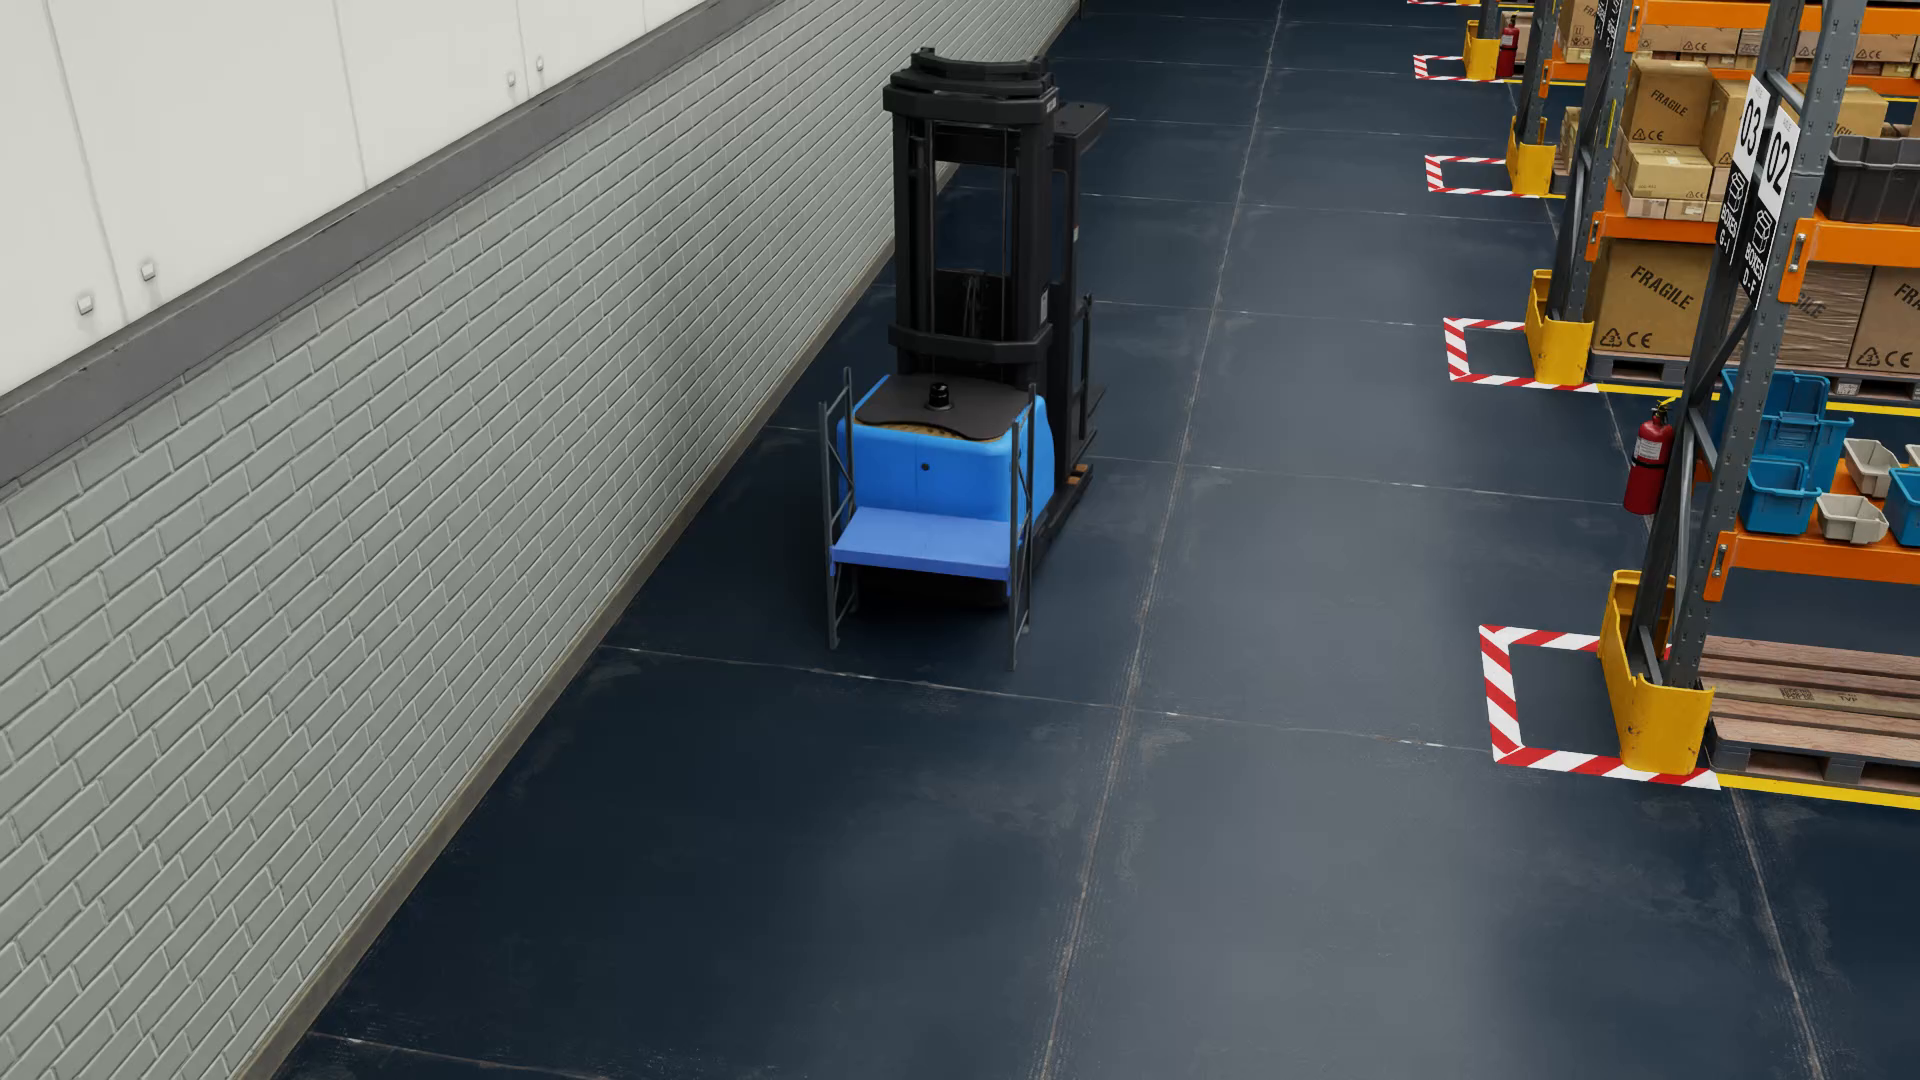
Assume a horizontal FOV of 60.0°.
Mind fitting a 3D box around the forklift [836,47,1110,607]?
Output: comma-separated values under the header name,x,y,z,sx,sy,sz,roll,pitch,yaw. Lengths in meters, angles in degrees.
name,x,y,z,sx,sy,sz,roll,pitch,yaw
forklift,0.248,-1.592,10.268,1.130,2.935,3.031,9,30,17

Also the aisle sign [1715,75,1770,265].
name,x,y,z,sx,sy,sz,roll,pitch,yaw
aisle sign,3.625,-1.717,7.717,0.004,0.787,0.394,6,29,11

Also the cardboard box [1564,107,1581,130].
name,x,y,z,sx,sy,sz,roll,pitch,yaw
cardboard box,6.374,-4.337,17.123,0.250,0.149,0.380,6,29,11

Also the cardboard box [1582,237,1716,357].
name,x,y,z,sx,sy,sz,roll,pitch,yaw
cardboard box,5.311,-1.983,12.686,0.875,0.875,0.875,6,29,11

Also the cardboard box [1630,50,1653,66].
name,x,y,z,sx,sy,sz,roll,pitch,yaw
cardboard box,6.561,-4.722,16.175,0.250,0.149,0.380,5,29,9

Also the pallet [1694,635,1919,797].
name,x,y,z,sx,sy,sz,roll,pitch,yaw
pallet,4.433,0.892,8.562,1.213,0.211,1.003,6,29,11

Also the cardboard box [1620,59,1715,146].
name,x,y,z,sx,sy,sz,roll,pitch,yaw
cardboard box,5.200,-3.226,12.246,0.500,0.500,0.500,6,29,11

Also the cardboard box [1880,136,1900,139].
name,x,y,z,sx,sy,sz,roll,pitch,yaw
cardboard box,9.055,-3.791,16.125,0.250,0.149,0.380,6,29,11

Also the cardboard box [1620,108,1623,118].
name,x,y,z,sx,sy,sz,roll,pitch,yaw
cardboard box,6.888,-4.319,17.089,0.250,0.149,0.380,5,29,9

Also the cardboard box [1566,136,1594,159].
name,x,y,z,sx,sy,sz,roll,pitch,yaw
cardboard box,6.262,-3.968,16.758,0.250,0.149,0.380,7,29,13

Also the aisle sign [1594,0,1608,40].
name,x,y,z,sx,sy,sz,roll,pitch,yaw
aisle sign,4.661,-4.046,11.972,0.004,0.787,0.394,6,29,11

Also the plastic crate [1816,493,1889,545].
name,x,y,z,sx,sy,sz,roll,pitch,yaw
plastic crate,4.104,-0.092,7.668,0.298,0.136,0.250,6,29,11

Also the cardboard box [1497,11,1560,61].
name,x,y,z,sx,sy,sz,roll,pitch,yaw
cardboard box,7.405,-6.453,21.306,0.875,0.438,0.875,5,29,9

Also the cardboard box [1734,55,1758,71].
name,x,y,z,sx,sy,sz,roll,pitch,yaw
cardboard box,7.588,-4.648,16.040,0.250,0.149,0.380,7,29,12

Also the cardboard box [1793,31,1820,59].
name,x,y,z,sx,sy,sz,roll,pitch,yaw
cardboard box,8.189,-4.869,15.768,0.500,0.500,0.500,6,29,10

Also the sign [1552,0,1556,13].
name,x,y,z,sx,sy,sz,roll,pitch,yaw
sign,5.690,-5.202,15.888,0.005,0.325,0.100,6,29,11

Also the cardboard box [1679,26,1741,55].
name,x,y,z,sx,sy,sz,roll,pitch,yaw
cardboard box,7.190,-4.980,15.970,0.500,0.500,0.500,6,29,11

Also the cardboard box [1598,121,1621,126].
name,x,y,z,sx,sy,sz,roll,pitch,yaw
cardboard box,6.540,-4.088,16.668,0.250,0.149,0.380,6,29,11

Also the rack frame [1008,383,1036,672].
name,x,y,z,sx,sy,sz,roll,pitch,yaw
rack frame,0.332,-0.054,8.947,0.032,1.500,0.500,6,30,11

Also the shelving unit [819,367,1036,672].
name,x,y,z,sx,sy,sz,roll,pitch,yaw
shelving unit,-0.164,-0.108,9.046,1.048,1.500,0.538,6,30,11

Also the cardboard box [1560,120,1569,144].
name,x,y,z,sx,sy,sz,roll,pitch,yaw
cardboard box,6.379,-4.222,17.222,0.250,0.149,0.380,5,29,9

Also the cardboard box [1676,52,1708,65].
name,x,y,z,sx,sy,sz,roll,pitch,yaw
cardboard box,7.103,-4.722,16.175,0.250,0.149,0.380,6,29,10

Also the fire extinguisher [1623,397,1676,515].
name,x,y,z,sx,sy,sz,roll,pitch,yaw
fire extinguisher,3.582,-0.463,8.602,0.183,0.674,0.296,6,29,11

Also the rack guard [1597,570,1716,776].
name,x,y,z,sx,sy,sz,roll,pitch,yaw
rack guard,3.608,0.669,8.670,0.348,0.500,1.175,6,29,11

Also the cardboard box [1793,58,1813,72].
name,x,y,z,sx,sy,sz,roll,pitch,yaw
cardboard box,8.107,-4.615,15.980,0.250,0.149,0.380,5,29,10

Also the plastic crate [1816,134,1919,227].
name,x,y,z,sx,sy,sz,roll,pitch,yaw
plastic crate,3.953,-1.521,7.078,0.590,0.269,0.497,6,29,11

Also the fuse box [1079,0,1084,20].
name,x,y,z,sx,sy,sz,roll,pitch,yaw
fuse box,1.800,-8.373,23.924,0.414,1.711,0.539,6,29,11

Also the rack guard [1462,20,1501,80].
name,x,y,z,sx,sy,sz,roll,pitch,yaw
rack guard,6.715,-6.318,21.431,0.348,0.500,1.175,6,29,11

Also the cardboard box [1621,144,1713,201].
name,x,y,z,sx,sy,sz,roll,pitch,yaw
cardboard box,5.082,-2.647,11.971,0.500,0.250,0.500,5,29,9

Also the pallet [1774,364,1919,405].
name,x,y,z,sx,sy,sz,roll,pitch,yaw
pallet,6.657,-1.368,12.690,1.213,0.211,1.003,6,29,11

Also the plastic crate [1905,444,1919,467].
name,x,y,z,sx,sy,sz,roll,pitch,yaw
plastic crate,4.750,-0.310,8.066,0.243,0.136,0.396,6,29,11

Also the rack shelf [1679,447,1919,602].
name,x,y,z,sx,sy,sz,roll,pitch,yaw
rack shelf,5.590,0.084,7.883,4.000,0.370,1.077,6,29,11

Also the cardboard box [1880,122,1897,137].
name,x,y,z,sx,sy,sz,roll,pitch,yaw
cardboard box,9.165,-4.058,16.612,0.250,0.149,0.380,7,30,13

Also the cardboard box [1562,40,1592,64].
name,x,y,z,sx,sy,sz,roll,pitch,yaw
cardboard box,6.052,-4.780,16.282,0.250,0.149,0.380,6,29,10

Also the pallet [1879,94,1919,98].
name,x,y,z,sx,sy,sz,roll,pitch,yaw
pallet,11.420,-5.745,20.687,1.213,0.211,1.003,6,29,11

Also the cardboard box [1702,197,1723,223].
name,x,y,z,sx,sy,sz,roll,pitch,yaw
cardboard box,5.449,-2.406,11.945,0.250,0.149,0.380,5,29,9

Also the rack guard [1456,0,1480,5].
name,x,y,z,sx,sy,sz,roll,pitch,yaw
rack guard,7.845,-8.639,25.671,0.348,0.500,1.175,6,29,11

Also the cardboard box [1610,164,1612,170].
name,x,y,z,sx,sy,sz,roll,pitch,yaw
cardboard box,6.522,-3.820,16.797,0.250,0.149,0.380,6,29,10

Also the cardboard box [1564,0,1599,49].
name,x,y,z,sx,sy,sz,roll,pitch,yaw
cardboard box,6.185,-5.076,16.147,0.500,0.500,0.500,7,30,13

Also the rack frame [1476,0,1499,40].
name,x,y,z,sx,sy,sz,roll,pitch,yaw
rack frame,6.738,-7.412,20.826,0.127,3.000,1.000,6,29,11

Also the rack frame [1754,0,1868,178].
name,x,y,z,sx,sy,sz,roll,pitch,yaw
rack frame,3.634,-3.063,6.636,0.127,3.000,1.000,6,29,11

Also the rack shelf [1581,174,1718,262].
name,x,y,z,sx,sy,sz,roll,pitch,yaw
rack shelf,6.625,-2.242,12.132,4.000,0.370,1.077,6,29,11

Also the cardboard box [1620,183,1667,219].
name,x,y,z,sx,sy,sz,roll,pitch,yaw
cardboard box,4.947,-2.457,12.038,0.250,0.149,0.380,6,29,11

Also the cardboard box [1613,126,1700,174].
name,x,y,z,sx,sy,sz,roll,pitch,yaw
cardboard box,5.198,-2.898,12.429,0.500,0.250,0.500,5,29,10

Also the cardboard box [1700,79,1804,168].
name,x,y,z,sx,sy,sz,roll,pitch,yaw
cardboard box,5.571,-2.926,11.699,0.500,0.500,0.500,5,29,9

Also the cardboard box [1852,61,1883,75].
name,x,y,z,sx,sy,sz,roll,pitch,yaw
cardboard box,8.626,-4.572,15.901,0.250,0.149,0.380,5,29,9

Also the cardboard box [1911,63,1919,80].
name,x,y,z,sx,sy,sz,roll,pitch,yaw
cardboard box,9.112,-4.459,15.695,0.250,0.149,0.380,5,29,9

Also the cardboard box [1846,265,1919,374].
name,x,y,z,sx,sy,sz,roll,pitch,yaw
cardboard box,7.072,-1.803,12.357,0.875,0.875,0.875,6,29,11

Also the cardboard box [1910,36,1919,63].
name,x,y,z,sx,sy,sz,roll,pitch,yaw
cardboard box,9.183,-4.766,15.580,0.500,0.500,0.500,6,29,11
